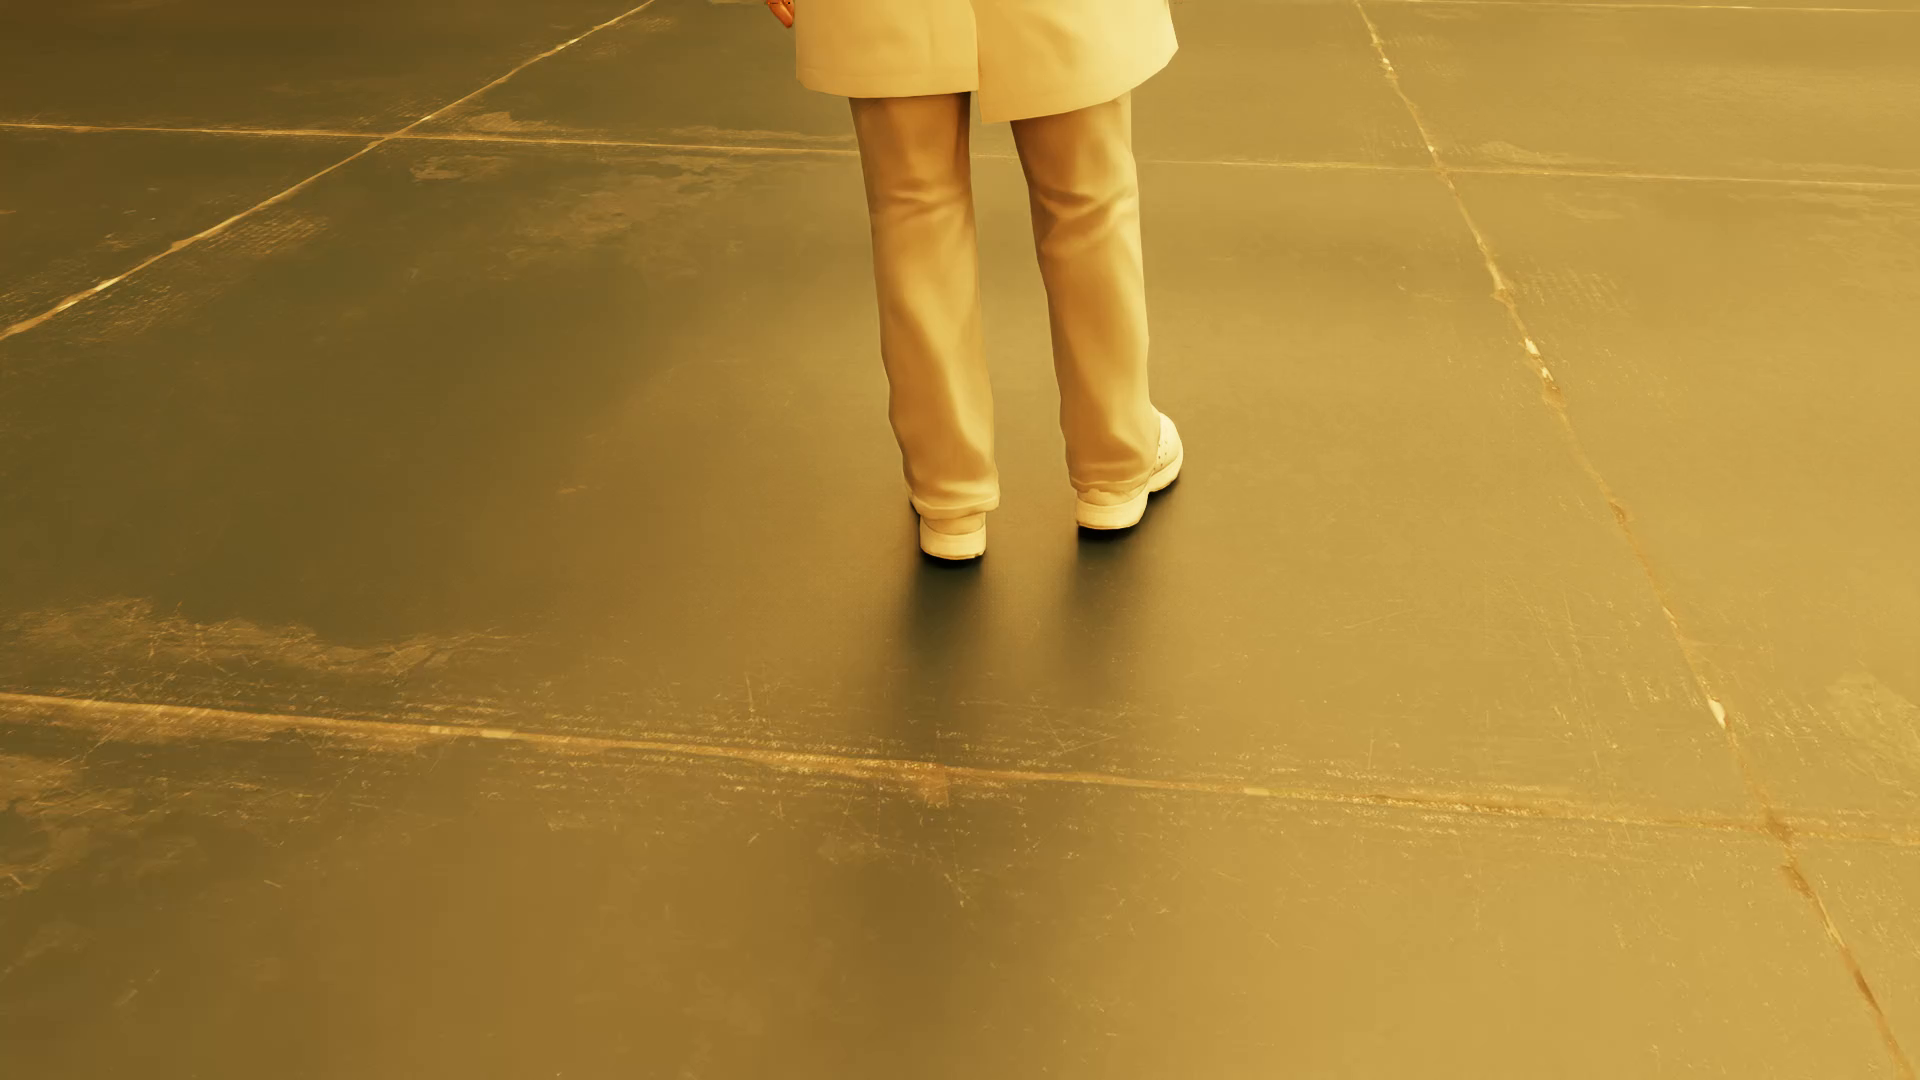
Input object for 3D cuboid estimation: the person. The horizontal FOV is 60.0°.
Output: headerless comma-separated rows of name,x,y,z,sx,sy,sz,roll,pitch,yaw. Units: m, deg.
person,0.016,-0.842,2.181,0.696,1.778,0.578,3,27,7
